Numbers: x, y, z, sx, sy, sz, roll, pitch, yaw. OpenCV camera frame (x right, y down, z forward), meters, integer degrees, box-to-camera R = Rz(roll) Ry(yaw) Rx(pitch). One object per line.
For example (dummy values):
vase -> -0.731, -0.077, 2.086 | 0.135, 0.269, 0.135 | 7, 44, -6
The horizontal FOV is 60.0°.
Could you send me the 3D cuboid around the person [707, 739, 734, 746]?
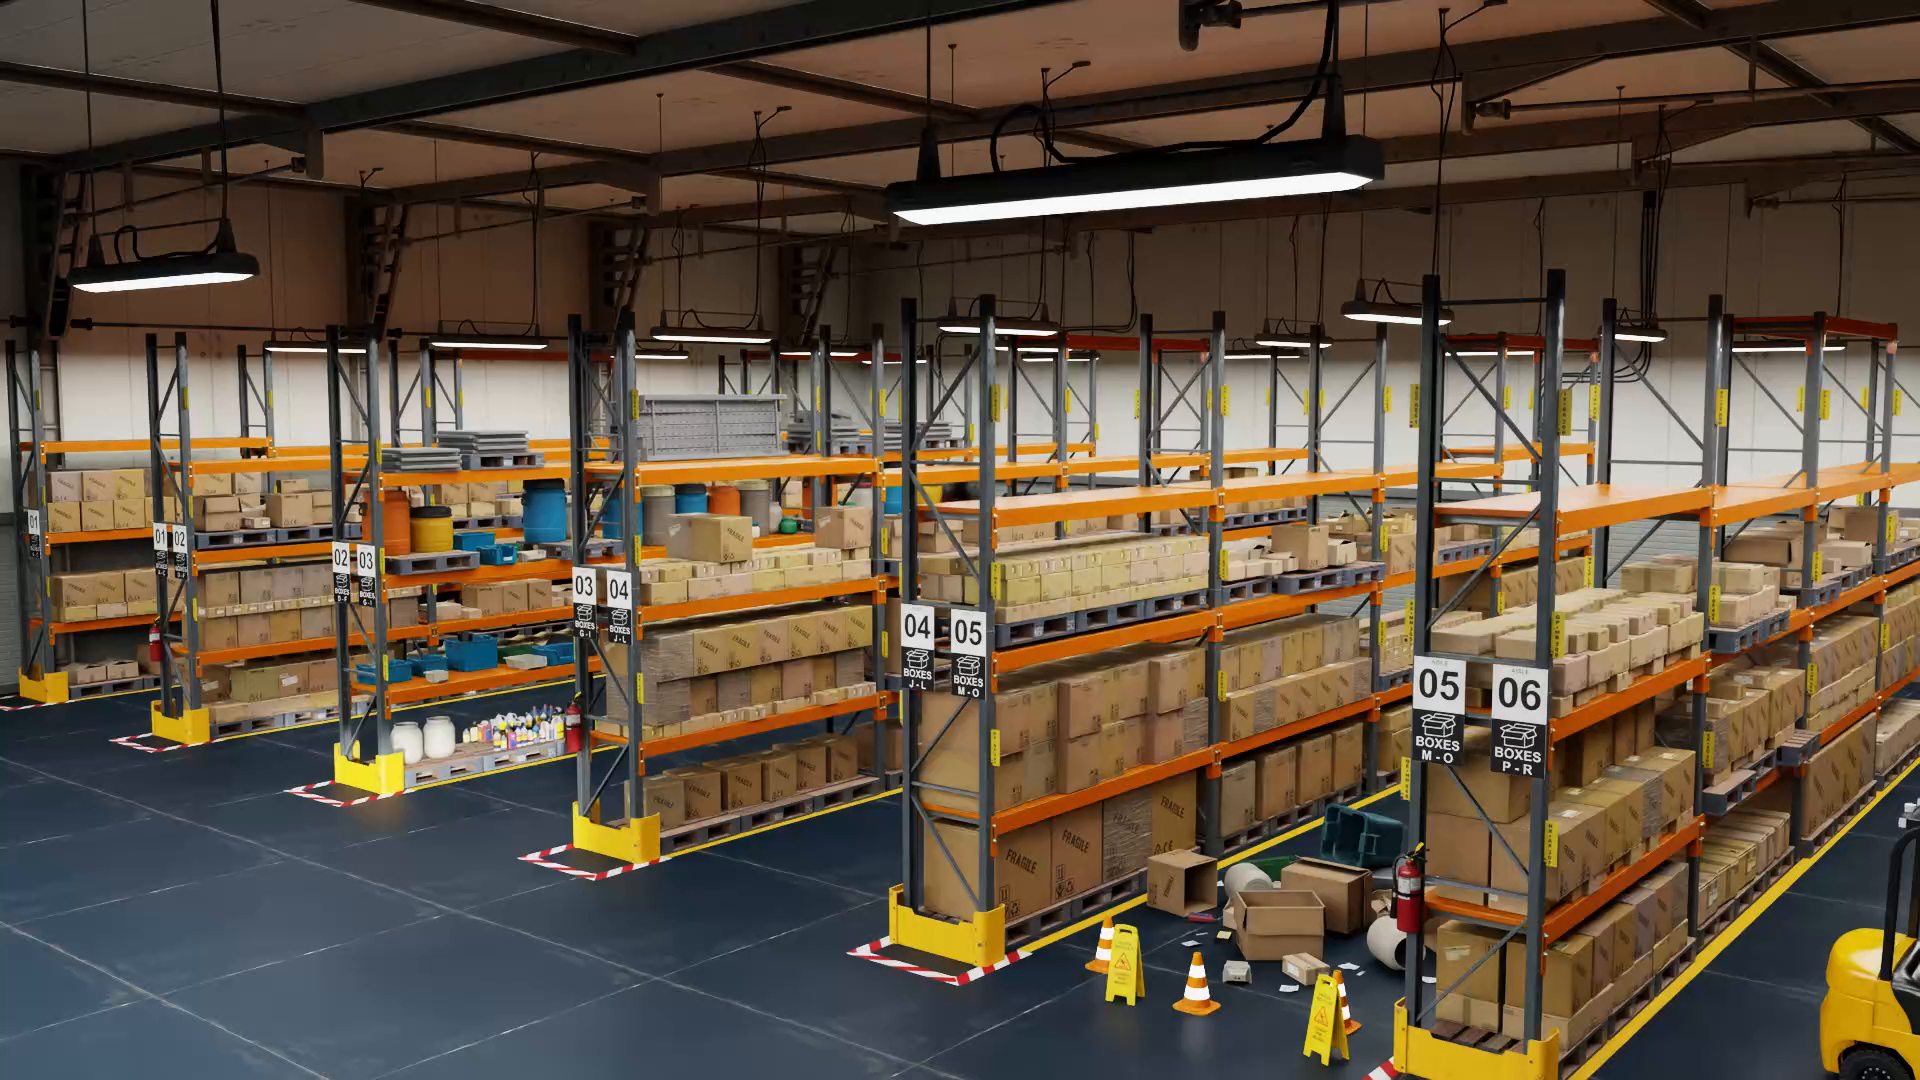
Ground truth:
person -> -3.406, 2.057, 23.609 | 0.571, 1.682, 0.413 | -4, 7, -40
